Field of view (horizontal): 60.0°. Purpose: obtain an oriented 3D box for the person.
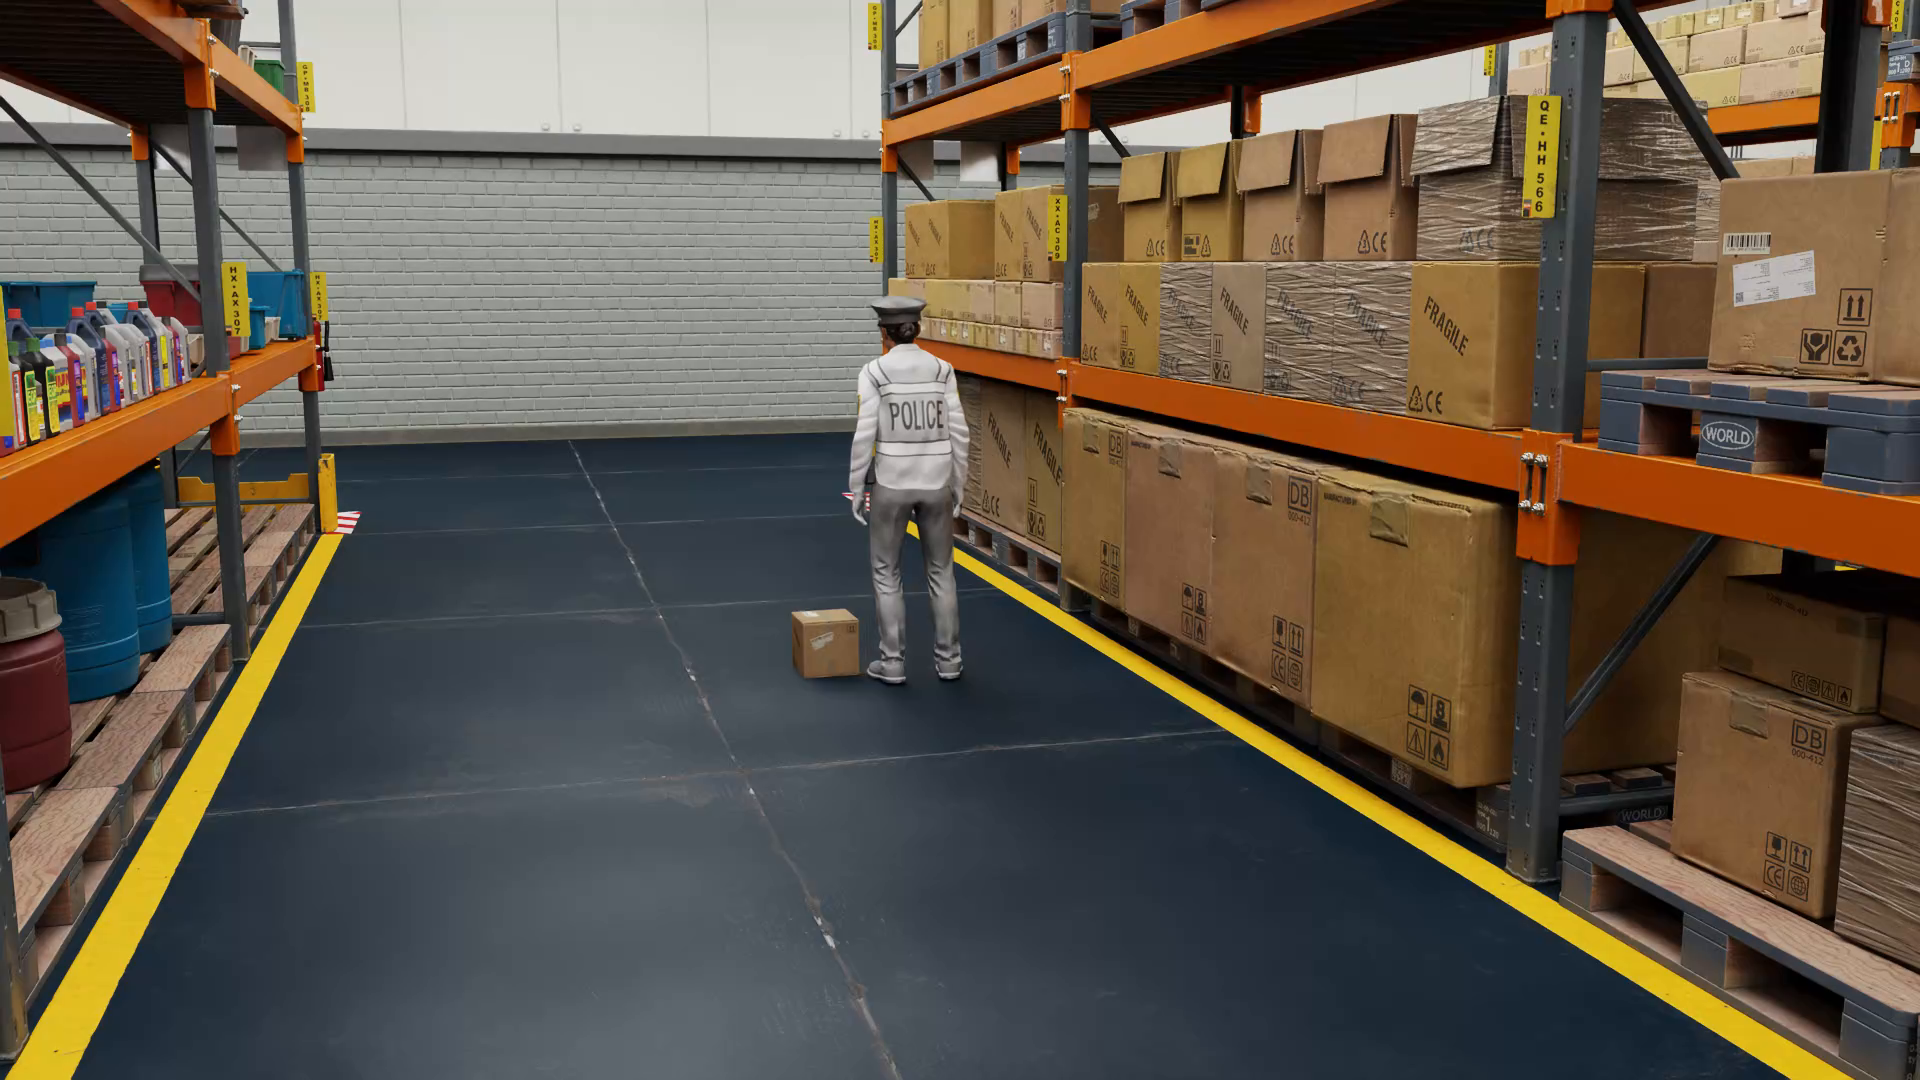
[{"bbox_3d":[-0.219,-0.212,7.159,0.536,1.662,0.373,-3,10,-18],"label":"person"}]
